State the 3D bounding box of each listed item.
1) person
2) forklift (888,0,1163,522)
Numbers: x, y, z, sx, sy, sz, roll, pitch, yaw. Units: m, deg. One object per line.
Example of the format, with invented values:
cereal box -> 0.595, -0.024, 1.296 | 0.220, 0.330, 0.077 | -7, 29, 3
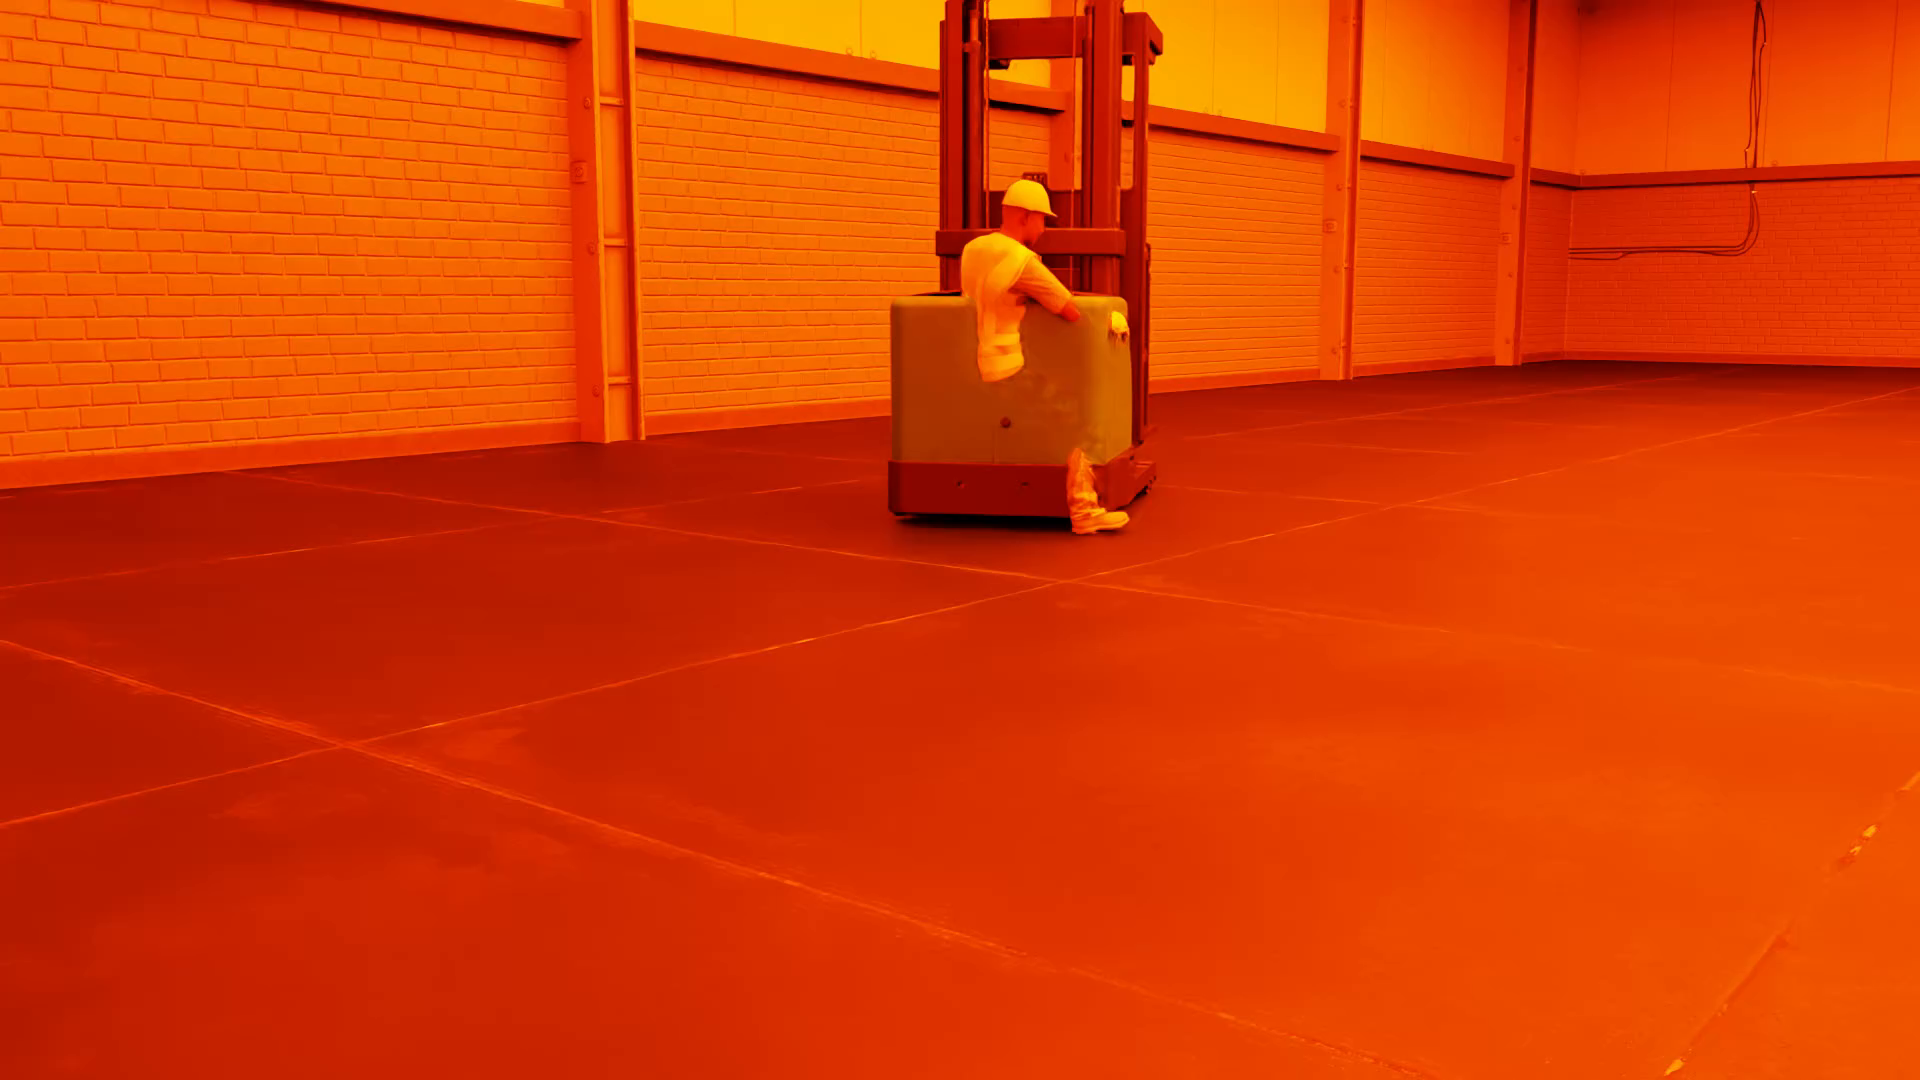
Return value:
person -> 0.382, -0.867, 7.834 | 0.756, 1.606, 0.927 | -4, 9, -26
forklift -> 0.487, -1.708, 8.951 | 1.130, 2.935, 3.031 | 2, 9, 13
